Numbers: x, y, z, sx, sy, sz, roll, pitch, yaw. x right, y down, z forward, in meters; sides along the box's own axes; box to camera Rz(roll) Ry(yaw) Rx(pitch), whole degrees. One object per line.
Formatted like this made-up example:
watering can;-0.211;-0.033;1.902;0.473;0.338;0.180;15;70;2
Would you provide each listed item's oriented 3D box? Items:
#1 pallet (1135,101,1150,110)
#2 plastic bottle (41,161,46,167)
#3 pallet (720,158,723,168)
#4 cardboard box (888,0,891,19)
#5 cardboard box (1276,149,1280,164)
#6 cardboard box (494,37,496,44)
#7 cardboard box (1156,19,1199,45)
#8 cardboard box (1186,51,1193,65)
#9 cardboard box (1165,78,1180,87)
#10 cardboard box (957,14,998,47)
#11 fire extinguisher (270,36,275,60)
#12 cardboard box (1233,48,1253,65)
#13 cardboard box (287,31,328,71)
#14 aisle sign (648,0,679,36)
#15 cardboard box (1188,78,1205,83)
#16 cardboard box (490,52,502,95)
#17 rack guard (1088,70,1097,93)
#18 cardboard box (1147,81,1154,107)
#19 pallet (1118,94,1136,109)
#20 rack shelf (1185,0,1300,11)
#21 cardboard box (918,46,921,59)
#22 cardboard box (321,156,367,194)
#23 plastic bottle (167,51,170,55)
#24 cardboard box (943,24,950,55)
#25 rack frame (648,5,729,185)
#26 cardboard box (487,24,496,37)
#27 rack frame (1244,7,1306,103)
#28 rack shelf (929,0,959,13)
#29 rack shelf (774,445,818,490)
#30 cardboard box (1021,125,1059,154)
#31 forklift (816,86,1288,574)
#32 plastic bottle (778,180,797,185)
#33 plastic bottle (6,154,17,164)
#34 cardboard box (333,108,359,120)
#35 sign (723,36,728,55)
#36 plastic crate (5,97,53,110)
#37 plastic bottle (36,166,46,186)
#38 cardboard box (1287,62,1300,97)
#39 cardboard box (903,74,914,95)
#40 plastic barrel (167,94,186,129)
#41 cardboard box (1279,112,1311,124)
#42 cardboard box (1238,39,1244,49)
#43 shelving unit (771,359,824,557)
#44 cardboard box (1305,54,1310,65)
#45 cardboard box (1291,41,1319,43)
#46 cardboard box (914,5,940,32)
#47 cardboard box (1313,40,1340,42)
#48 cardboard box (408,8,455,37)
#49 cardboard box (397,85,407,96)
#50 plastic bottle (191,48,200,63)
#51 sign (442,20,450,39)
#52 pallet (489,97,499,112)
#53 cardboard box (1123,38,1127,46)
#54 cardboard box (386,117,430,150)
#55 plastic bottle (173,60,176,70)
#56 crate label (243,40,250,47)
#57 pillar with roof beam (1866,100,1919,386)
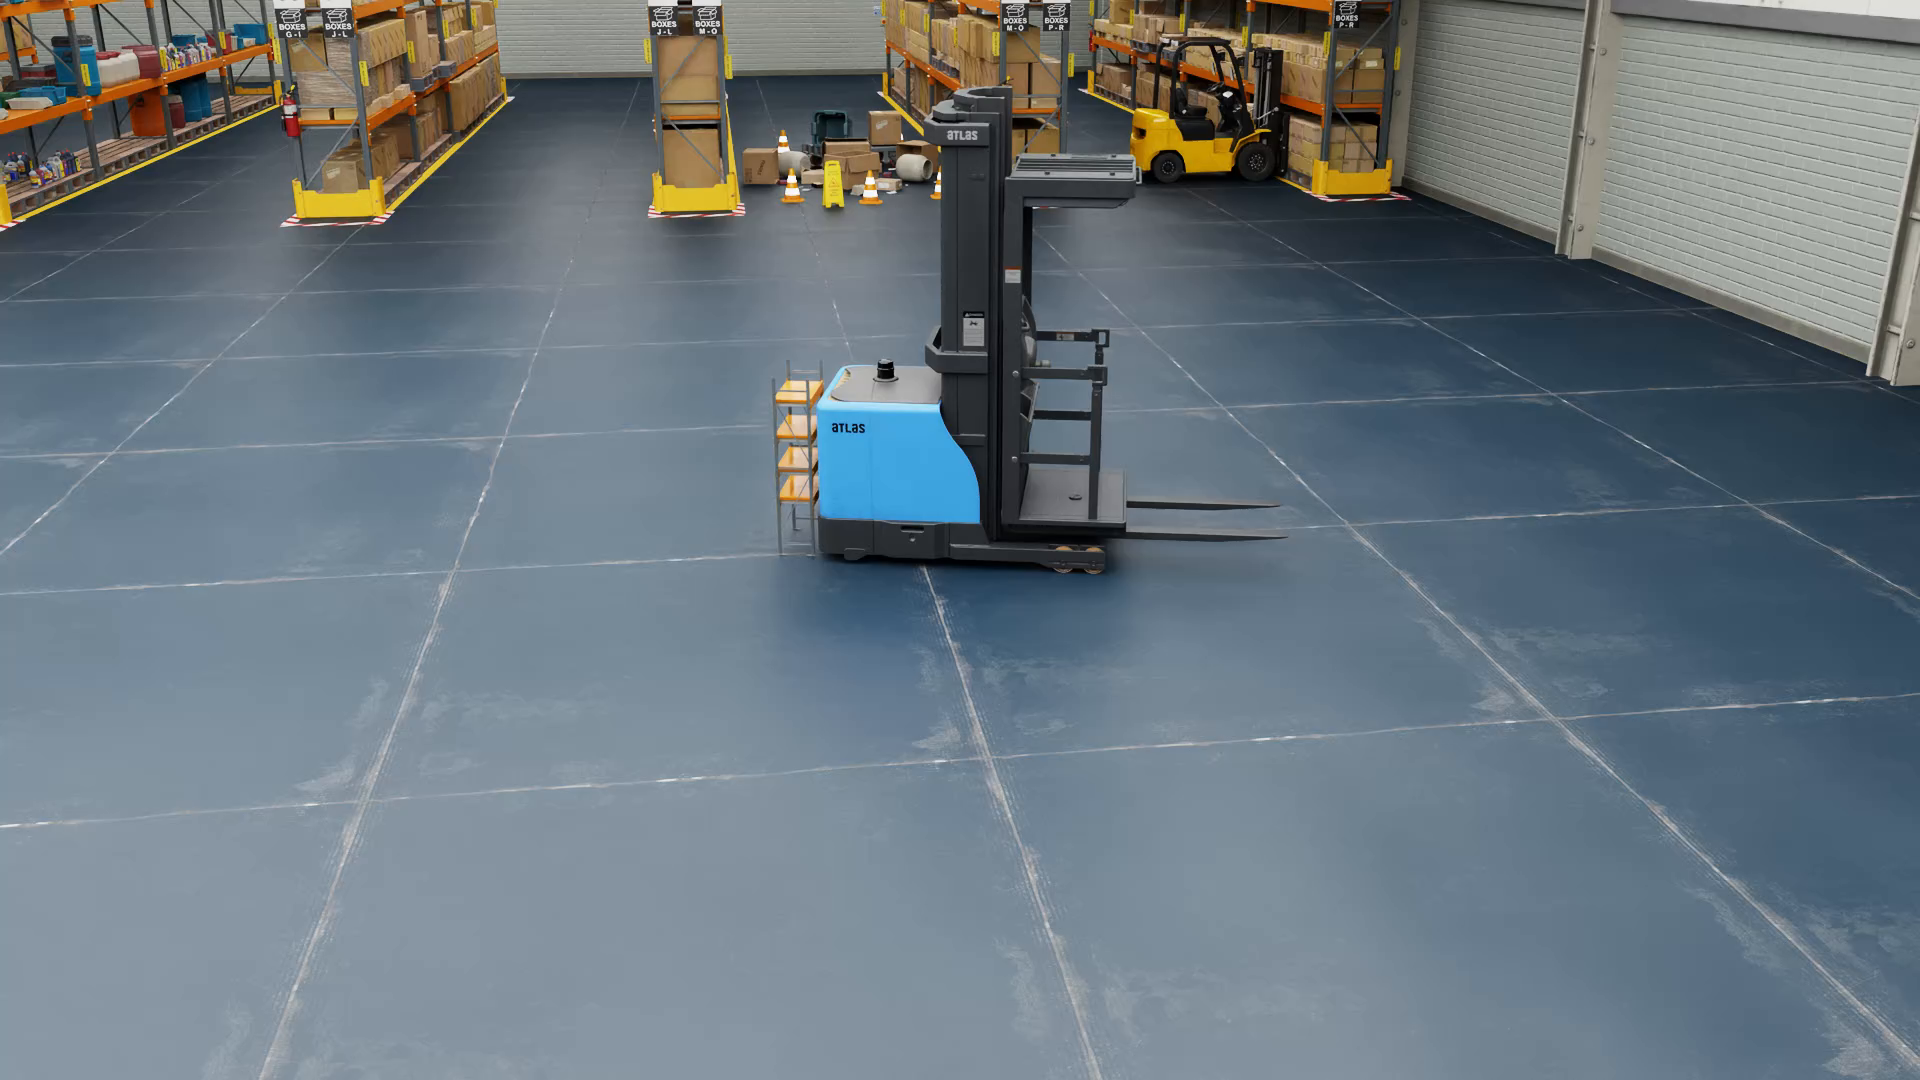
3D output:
pallet;4.405;-9.302;35.819;1.003;0.211;1.213;-3;21;-8
plastic bottle;-13.849;-5.601;25.180;0.061;0.283;0.133;-3;21;-8
pallet;-4.359;-6.008;27.001;1.003;0.211;1.213;-3;21;-8
cardboard box;-1.369;-12.177;37.960;0.500;0.500;0.500;-3;21;-9
cardboard box;5.377;-6.313;27.162;0.500;0.250;0.500;-2;21;-6
cardboard box;-10.628;-11.207;37.294;0.380;0.149;0.250;-3;21;-7
cardboard box;4.409;-10.304;33.769;0.797;0.503;0.637;-3;21;-9
cardboard box;4.649;-9.267;31.954;0.500;0.250;0.500;-3;21;-8
cardboard box;4.411;-9.357;34.027;0.380;0.149;0.250;-3;21;-9
cardboard box;0.341;-8.358;27.309;0.700;0.500;0.500;-3;21;-8
fire extinguisher;-15.517;-11.136;37.387;0.296;0.674;0.183;-3;21;-8
cardboard box;5.080;-8.439;29.023;0.500;0.250;0.500;-3;21;-9
cardboard box;-9.061;-6.814;23.176;0.500;0.500;0.500;-3;21;-8
aisle sign;-4.101;-7.375;22.959;0.394;0.787;0.004;-3;21;-8
cardboard box;4.900;-9.391;34.118;0.380;0.149;0.250;-3;21;-9
cardboard box;-10.873;-10.505;37.492;0.875;0.875;0.875;-3;21;-8
rack guard;3.685;-11.075;40.155;1.175;0.500;0.348;-3;21;-8
cardboard box;4.252;-9.378;35.010;0.500;0.500;0.500;-4;21;-9
pallet;4.152;-9.819;37.205;1.003;0.211;1.213;-3;21;-8
rack shelf;5.115;-9.879;30.119;1.077;0.370;4.000;-3;21;-8
cardboard box;-0.560;-9.694;33.099;0.500;0.250;0.500;-3;21;-8
cardboard box;-8.811;-5.224;23.889;0.500;0.500;0.500;1;20;2
plastic bottle;-15.505;-9.500;32.648;0.097;0.201;0.097;0;20;0
cardboard box;-0.019;-8.929;29.669;0.500;0.500;0.500;-4;21;-10
rack frame;-3.815;-6.197;23.520;1.000;3.000;0.127;-3;21;-8
cardboard box;-10.711;-11.436;37.337;0.500;0.250;0.500;-3;21;-9
rack frame;5.404;-8.118;28.664;1.000;3.000;0.127;-3;21;-8
rack shelf;0.204;-9.627;29.445;1.077;0.370;4.000;-3;21;-8
rack shelf;-1.051;-0.482;10.984;0.258;0.148;0.480;2;21;5
cardboard box;1.222;-6.043;25.366;0.500;0.500;0.500;-4;21;-10
forklift;0.626;-1.352;10.646;3.031;2.935;1.130;2;21;5
plastic bottle;-2.724;-5.653;26.265;0.283;0.061;0.133;-11;23;-26
plastic bottle;-14.482;-5.716;25.390;0.144;0.351;0.185;-4;21;-10
cardboard box;-8.543;-5.975;23.284;0.380;0.149;0.250;-3;21;-8
sign;-3.842;-8.053;27.139;0.100;0.325;0.005;-3;21;-8
plastic crate;-13.731;-6.444;24.558;0.530;0.136;0.437;-3;21;-8
plastic bottle;-13.606;-5.388;24.609;0.061;0.283;0.133;-3;21;-7
cardboard box;5.510;-7.294;26.316;0.500;0.500;0.500;-3;21;-9
cardboard box;-0.775;-10.165;37.208;0.875;0.438;0.875;-4;21;-9
plastic barrel;-15.042;-8.128;31.538;0.600;0.588;0.708;-3;21;-8
cardboard box;5.378;-6.780;26.983;0.500;0.250;0.500;-3;21;-9
cardboard box;5.080;-8.664;29.057;0.380;0.149;0.250;-3;21;-9
shelving unit;-1.051;-0.545;10.960;0.258;1.200;0.503;2;21;5
cardboard box;5.585;-7.456;25.822;0.380;0.149;0.250;-3;21;-8
cardboard box;5.493;-7.867;26.498;0.380;0.149;0.250;-3;21;-7
cardboard box;-0.631;-10.457;33.356;0.500;0.500;0.500;-3;21;-9
cardboard box;5.907;-7.978;26.795;0.380;0.149;0.250;-2;21;-6
cardboard box;-10.175;-9.980;32.072;0.797;0.503;0.637;-2;21;-6
cardboard box;-8.966;-7.102;26.303;0.380;0.149;0.250;-3;21;-8
plastic bottle;-14.867;-9.407;32.293;0.152;0.276;0.135;-3;21;-8
sign;-9.355;-9.287;30.253;0.100;0.325;0.005;-3;21;-8
pallet;-10.679;-9.520;36.405;1.003;0.211;1.213;-3;21;-8
cardboard box;3.834;-11.046;36.862;0.380;0.149;0.250;-2;21;-6
cardboard box;-9.513;-6.975;28.548;0.700;0.500;0.500;-5;21;-12
plastic bottle;-14.610;-8.823;30.835;0.097;0.201;0.097;0;20;0
crate label;-15.557;-10.706;35.886;0.396;0.136;0.243;-3;21;-8
pillar with roof beam;4.242;-5.458;12.968;9.100;9.000;0.400;-3;21;-8
